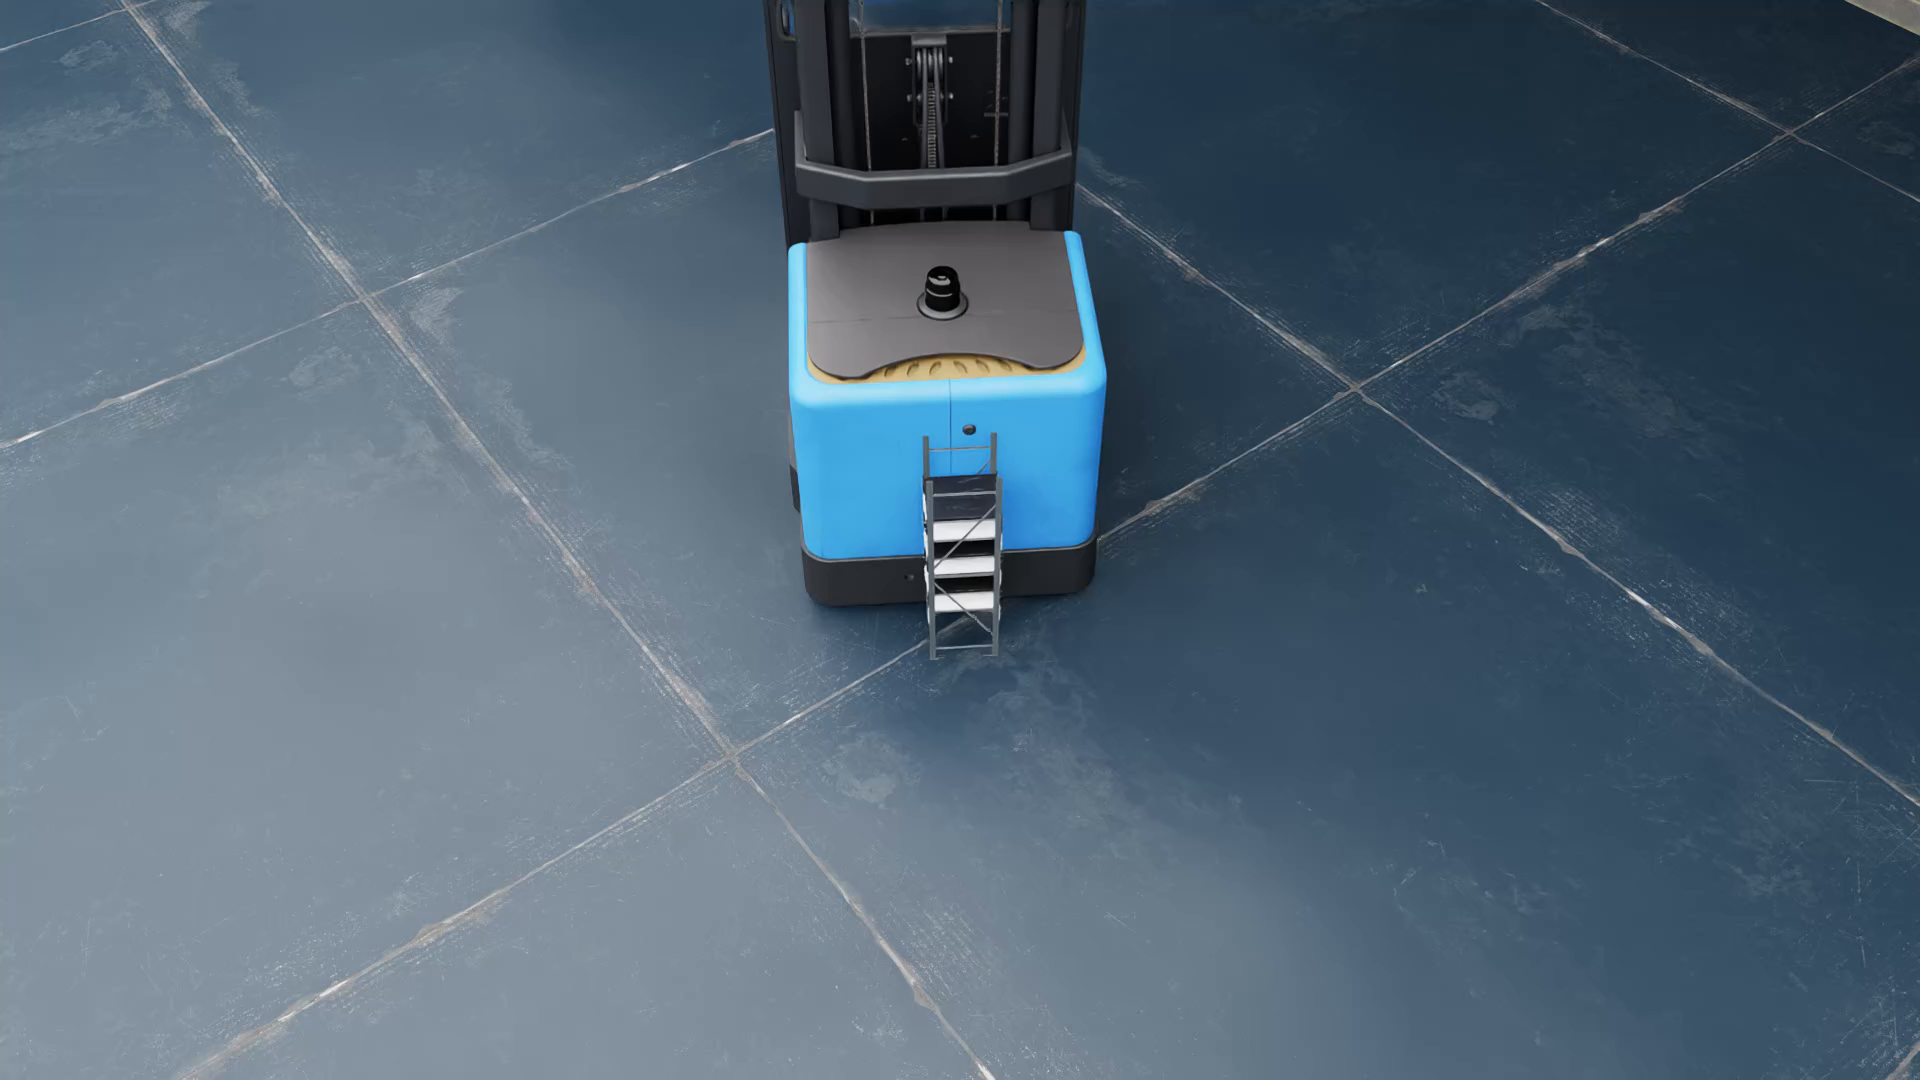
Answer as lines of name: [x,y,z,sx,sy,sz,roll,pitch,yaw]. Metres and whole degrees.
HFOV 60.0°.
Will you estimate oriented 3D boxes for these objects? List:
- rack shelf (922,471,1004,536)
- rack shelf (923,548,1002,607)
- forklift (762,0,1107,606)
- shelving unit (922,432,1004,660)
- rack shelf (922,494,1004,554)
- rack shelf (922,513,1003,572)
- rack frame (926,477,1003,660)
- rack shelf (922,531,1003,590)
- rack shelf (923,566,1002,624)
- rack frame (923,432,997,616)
rack shelf: [0.007,-0.120,5.432,0.258,0.077,0.200,-3,48,-3]
rack shelf: [0.007,0.122,5.699,0.258,0.077,0.200,-3,48,-3]
forklift: [-0.137,-1.841,5.941,1.130,2.935,3.031,-3,48,-3]
shelving unit: [0.007,0.039,5.607,0.258,0.900,0.210,-3,48,-3]
rack shelf: [0.007,-0.060,5.499,0.258,0.077,0.200,-3,48,-3]
rack shelf: [0.007,0.001,5.565,0.258,0.077,0.200,-3,48,-3]
rack frame: [0.015,0.114,5.539,0.240,0.900,0.006,-3,48,-3]
rack shelf: [0.007,0.061,5.632,0.258,0.077,0.200,-3,48,-3]
rack shelf: [0.007,0.182,5.765,0.258,0.077,0.200,-3,48,-3]
rack frame: [0.000,-0.036,5.675,0.240,0.900,0.006,-3,48,-3]
